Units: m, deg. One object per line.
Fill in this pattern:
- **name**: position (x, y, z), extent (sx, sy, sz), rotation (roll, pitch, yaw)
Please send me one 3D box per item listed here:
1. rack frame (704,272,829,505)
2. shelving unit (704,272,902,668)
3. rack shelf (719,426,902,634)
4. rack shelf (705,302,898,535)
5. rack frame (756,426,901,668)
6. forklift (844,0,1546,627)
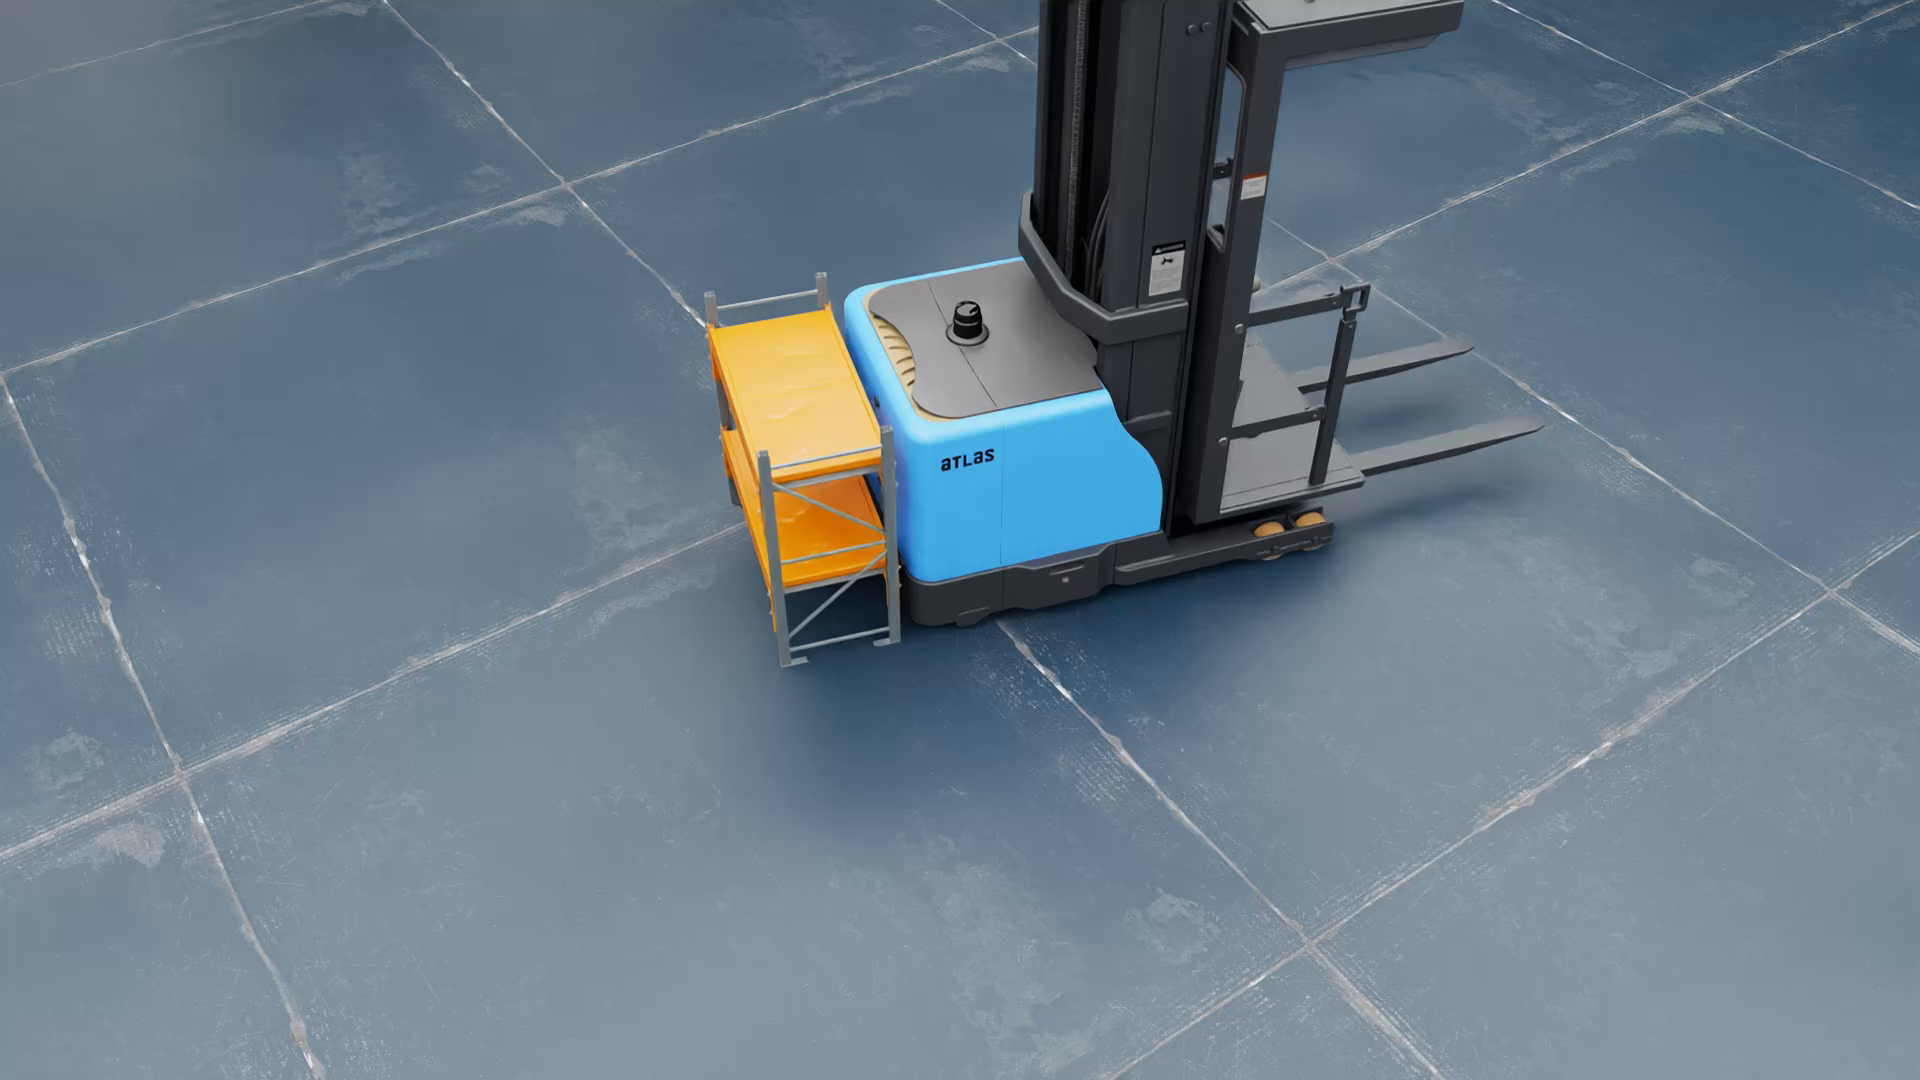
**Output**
- **rack frame**: position (-0.781, -0.621, 7.077), extent (0.500, 1.125, 0.032), rotation (-12, 45, -12)
- **shelving unit**: position (-0.633, -0.286, 6.725), extent (0.538, 1.125, 1.048), rotation (-12, 45, -12)
- **rack shelf**: position (-0.633, -0.109, 6.894), extent (0.538, 0.278, 1.000), rotation (-12, 45, -12)
- **rack shelf**: position (-0.633, -0.497, 6.523), extent (0.538, 0.278, 1.000), rotation (-12, 45, -12)
- **rack frame**: position (-0.485, 0.050, 6.374), extent (0.500, 1.125, 0.032), rotation (-12, 45, -12)
- **forklift**: position (1.090, -1.308, 6.489), extent (3.031, 2.935, 1.130), rotation (-13, 45, -13)
